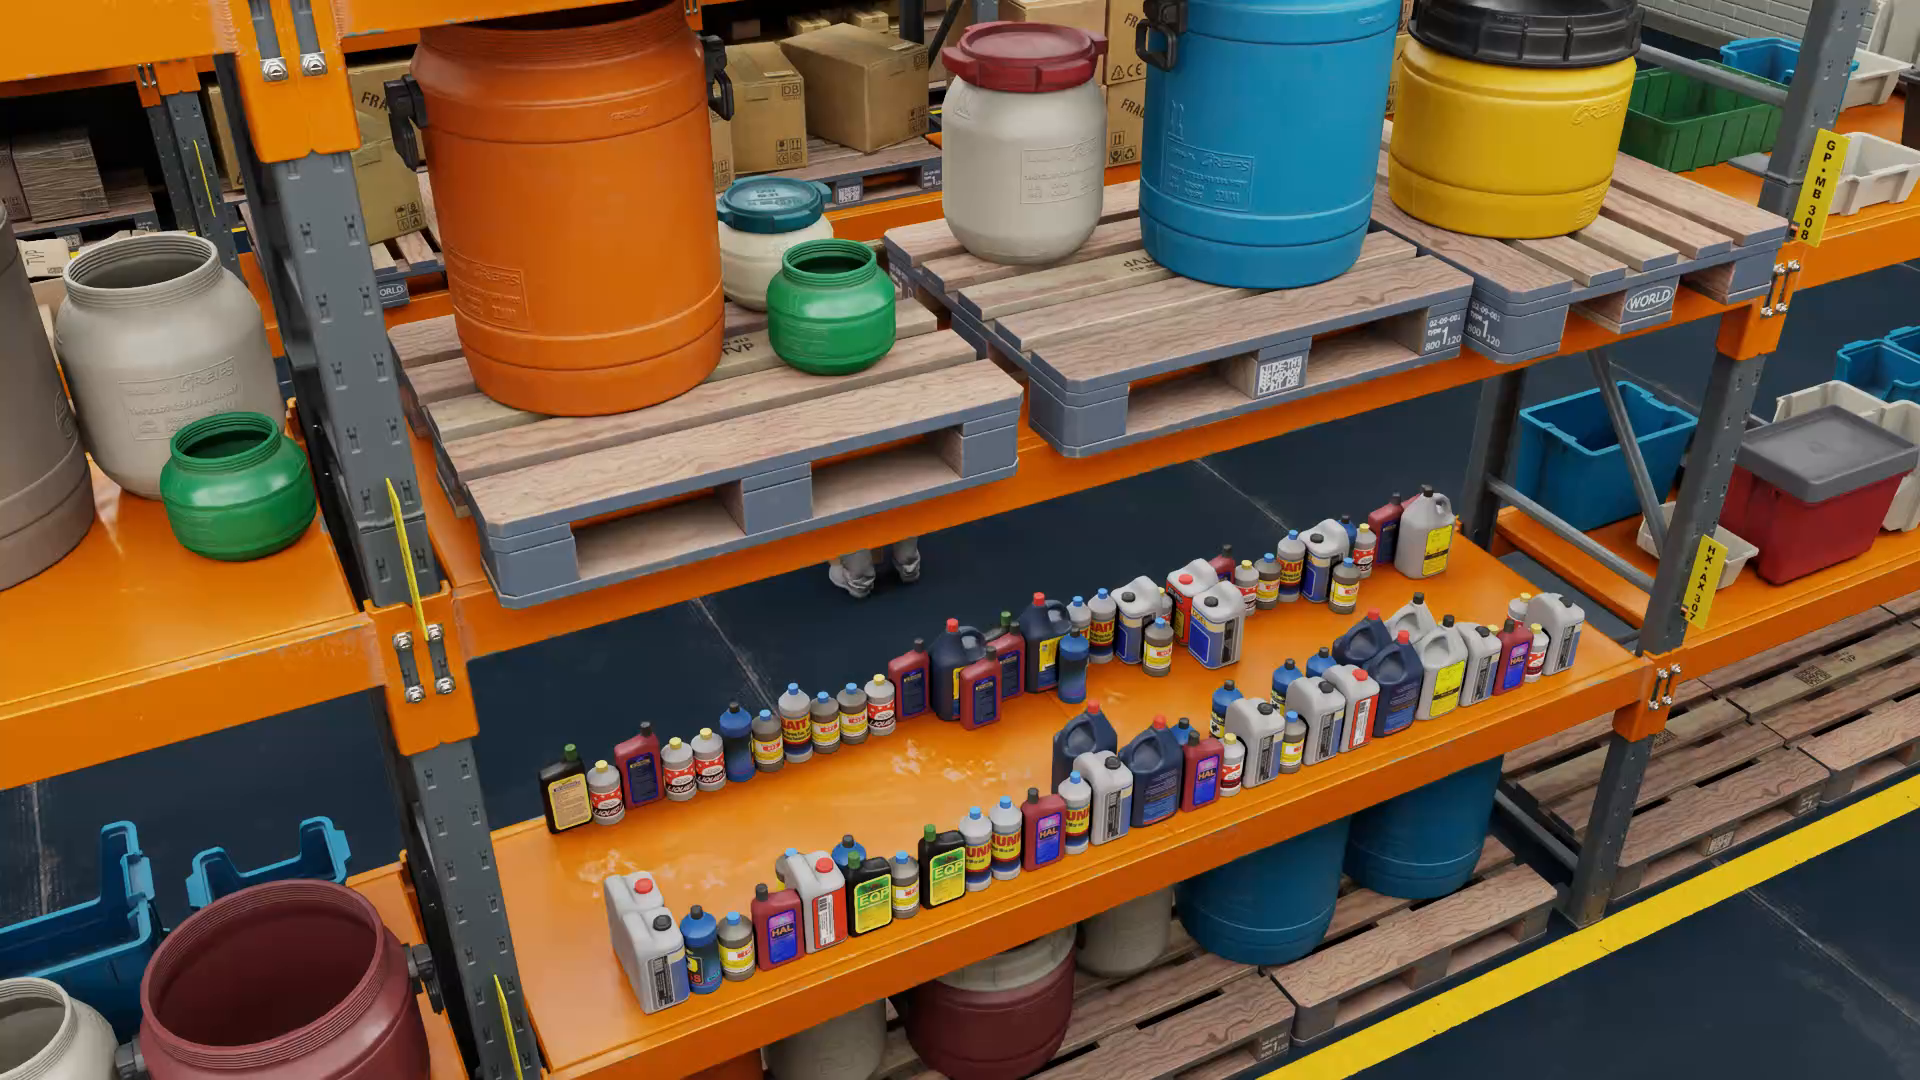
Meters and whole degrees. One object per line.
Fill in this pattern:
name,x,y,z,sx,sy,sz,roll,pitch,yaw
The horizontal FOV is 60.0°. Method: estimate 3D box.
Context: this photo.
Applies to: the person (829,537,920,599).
person,-0.444,-0.531,7.936,0.593,1.773,0.457,-18,37,-25
